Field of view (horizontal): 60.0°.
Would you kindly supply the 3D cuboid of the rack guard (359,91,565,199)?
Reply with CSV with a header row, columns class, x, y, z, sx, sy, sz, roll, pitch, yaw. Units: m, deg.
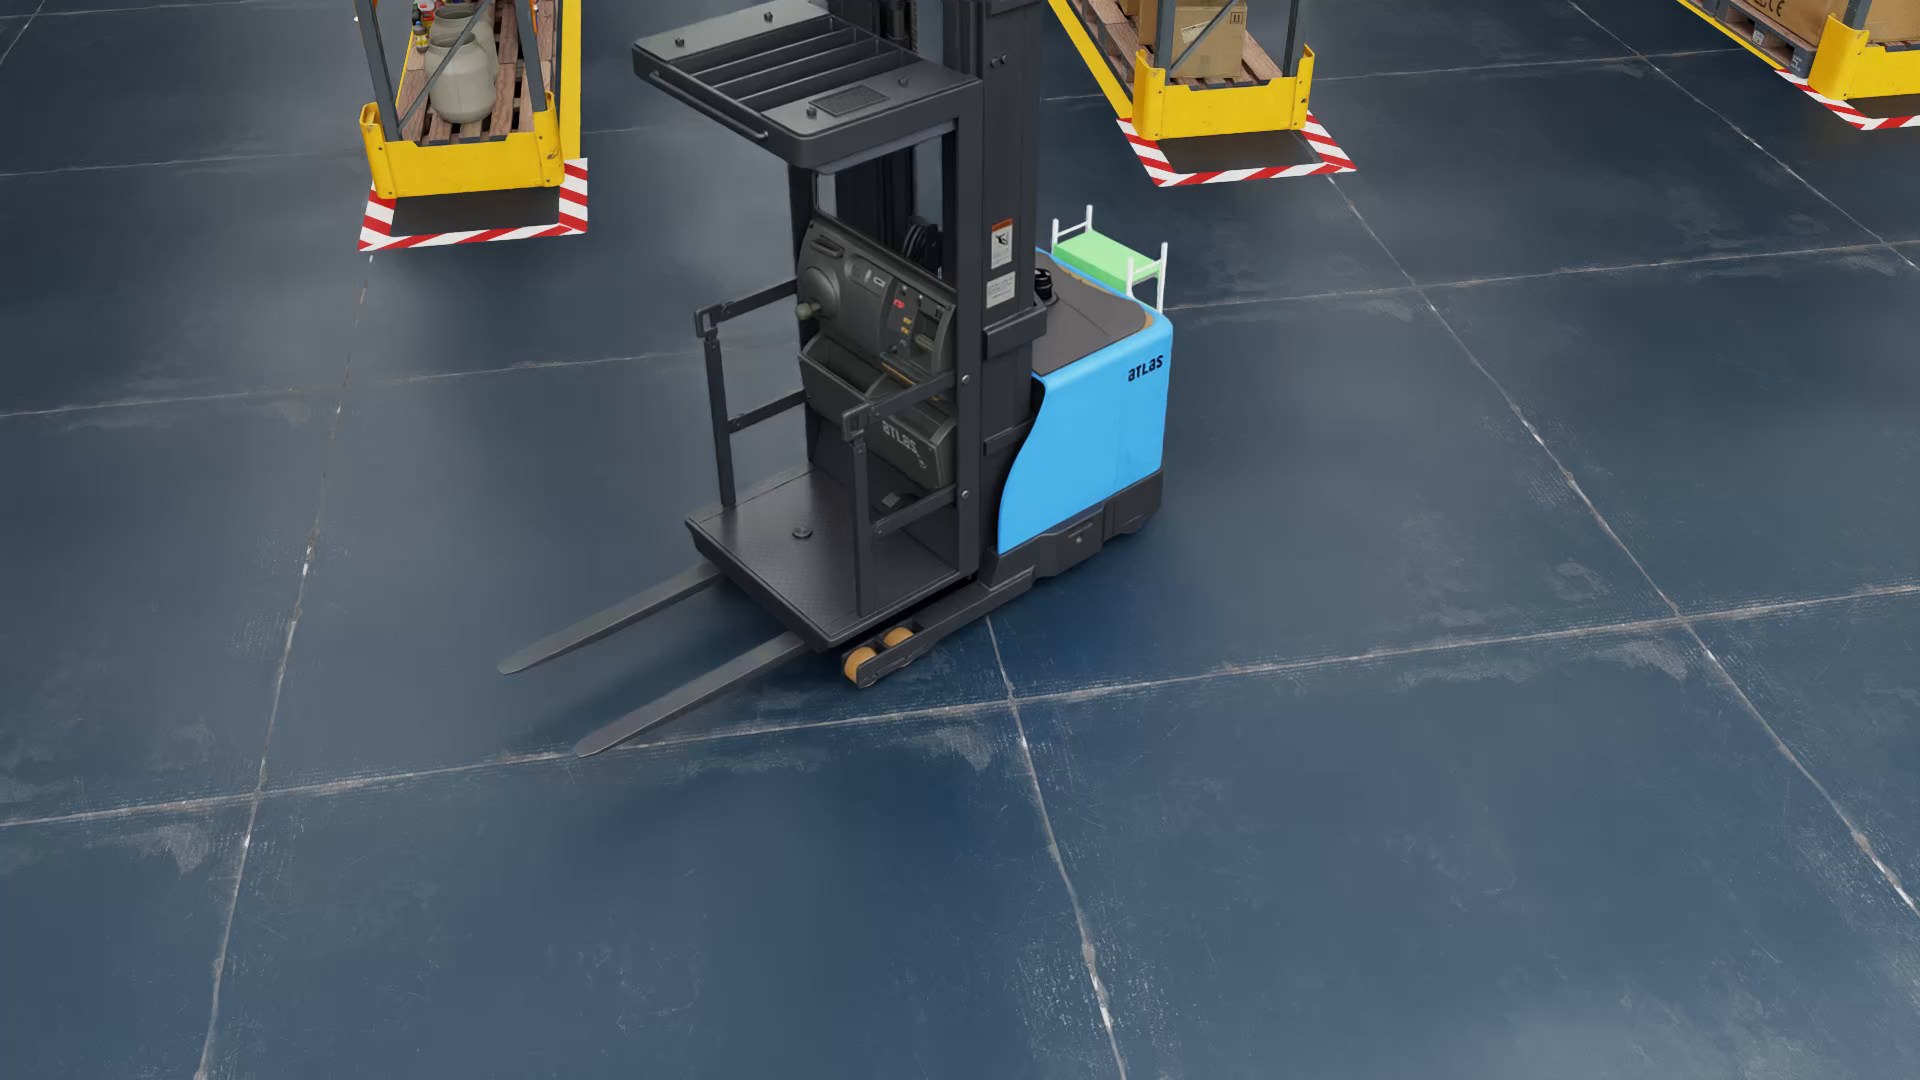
class,x,y,z,sx,sy,sz,roll,pitch,yaw
rack guard,-3.149,-2.515,10.580,1.175,0.500,0.348,-6,38,-8

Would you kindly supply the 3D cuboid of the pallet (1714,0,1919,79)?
class,x,y,z,sx,sy,sz,roll,pitch,yaw
pallet,6.471,-3.840,12.521,1.003,0.211,1.213,-6,38,-8

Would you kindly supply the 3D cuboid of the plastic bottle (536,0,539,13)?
class,x,y,z,sx,sy,sz,roll,pitch,yaw
plastic bottle,-3.213,-4.076,12.417,0.097,0.271,0.097,0,38,0

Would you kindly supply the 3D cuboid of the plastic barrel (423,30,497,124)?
class,x,y,z,sx,sy,sz,roll,pitch,yaw
plastic barrel,-3.280,-3.034,10.896,0.421,0.512,0.421,0,38,0

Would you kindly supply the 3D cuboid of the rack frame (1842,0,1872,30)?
class,x,y,z,sx,sy,sz,roll,pitch,yaw
rack frame,6.688,-4.467,11.055,1.000,3.000,0.127,-6,38,-8

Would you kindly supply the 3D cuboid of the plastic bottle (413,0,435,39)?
class,x,y,z,sx,sy,sz,roll,pitch,yaw
plastic bottle,-3.860,-3.777,12.028,0.152,0.276,0.135,-6,38,-8

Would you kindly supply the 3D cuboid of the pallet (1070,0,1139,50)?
class,x,y,z,sx,sy,sz,roll,pitch,yaw
pallet,1.456,-4.169,12.944,1.003,0.211,1.213,-6,38,-8

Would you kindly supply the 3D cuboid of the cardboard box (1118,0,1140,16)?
class,x,y,z,sx,sy,sz,roll,pitch,yaw
cardboard box,1.465,-4.290,12.522,0.500,0.500,0.500,-3,38,-4

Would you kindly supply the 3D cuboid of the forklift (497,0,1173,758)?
class,x,y,z,sx,sy,sz,roll,pitch,yaw
forklift,-0.505,-0.909,6.531,3.031,2.935,1.130,-27,45,-31

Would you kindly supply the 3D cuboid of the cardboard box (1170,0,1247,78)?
class,x,y,z,sx,sy,sz,roll,pitch,yaw
cardboard box,1.694,-3.552,11.572,0.500,0.500,0.500,0,38,1

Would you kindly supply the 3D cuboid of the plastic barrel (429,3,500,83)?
class,x,y,z,sx,sy,sz,roll,pitch,yaw
plastic barrel,-3.368,-3.337,11.286,0.421,0.512,0.421,0,38,0

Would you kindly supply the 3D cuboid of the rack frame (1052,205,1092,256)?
class,x,y,z,sx,sy,sz,roll,pitch,yaw
rack frame,0.526,-1.052,8.126,0.240,1.200,0.015,-28,46,-31

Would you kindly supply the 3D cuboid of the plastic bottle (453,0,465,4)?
class,x,y,z,sx,sy,sz,roll,pitch,yaw
plastic bottle,-3.808,-4.104,12.449,0.152,0.276,0.135,-6,38,-8

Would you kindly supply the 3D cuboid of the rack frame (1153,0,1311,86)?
class,x,y,z,sx,sy,sz,roll,pitch,yaw
rack frame,1.787,-3.994,10.446,1.000,3.000,0.127,-6,38,-8

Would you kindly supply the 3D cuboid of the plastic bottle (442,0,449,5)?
class,x,y,z,sx,sy,sz,roll,pitch,yaw
plastic bottle,-3.765,-3.856,12.191,0.097,0.201,0.097,0,38,0

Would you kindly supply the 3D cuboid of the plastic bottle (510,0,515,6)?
class,x,y,z,sx,sy,sz,roll,pitch,yaw
plastic bottle,-3.384,-4.199,12.566,0.061,0.283,0.133,-6,38,-8

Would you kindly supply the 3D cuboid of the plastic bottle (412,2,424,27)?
class,x,y,z,sx,sy,sz,roll,pitch,yaw
plastic bottle,-3.881,-3.693,11.915,0.061,0.283,0.133,-5,38,-7

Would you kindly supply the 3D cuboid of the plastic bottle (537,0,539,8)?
class,x,y,z,sx,sy,sz,roll,pitch,yaw
plastic bottle,-3.231,-4.110,12.518,0.097,0.201,0.097,0,38,0

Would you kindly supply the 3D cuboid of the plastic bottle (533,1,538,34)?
class,x,y,z,sx,sy,sz,roll,pitch,yaw
plastic bottle,-3.122,-3.830,12.090,0.061,0.283,0.133,-6,38,-7

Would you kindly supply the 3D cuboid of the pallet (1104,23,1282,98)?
class,x,y,z,sx,sy,sz,roll,pitch,yaw
pallet,1.666,-3.434,11.998,1.003,0.211,1.213,-6,38,-8

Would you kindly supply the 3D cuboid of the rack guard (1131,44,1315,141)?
class,x,y,z,sx,sy,sz,roll,pitch,yaw
rack guard,1.774,-3.053,11.272,1.175,0.500,0.348,-6,38,-8

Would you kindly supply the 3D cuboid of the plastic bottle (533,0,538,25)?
class,x,y,z,sx,sy,sz,roll,pitch,yaw
plastic bottle,-3.160,-3.894,12.182,0.097,0.271,0.097,0,38,0

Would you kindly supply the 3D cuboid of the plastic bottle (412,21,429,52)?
class,x,y,z,sx,sy,sz,roll,pitch,yaw
plastic bottle,-3.843,-3.592,11.851,0.097,0.201,0.097,0,38,0

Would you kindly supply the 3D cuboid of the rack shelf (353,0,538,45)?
class,x,y,z,sx,sy,sz,roll,pitch,yaw
rack shelf,-3.440,-4.386,11.536,1.077,0.370,4.000,-6,38,-8

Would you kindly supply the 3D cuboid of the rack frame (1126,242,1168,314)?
class,x,y,z,sx,sy,sz,roll,pitch,yaw
rack frame,0.844,-0.825,7.834,0.240,1.200,0.015,-28,46,-31

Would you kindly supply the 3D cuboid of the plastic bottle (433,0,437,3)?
class,x,y,z,sx,sy,sz,roll,pitch,yaw
plastic bottle,-3.884,-3.861,12.136,0.152,0.276,0.135,-7,38,-9

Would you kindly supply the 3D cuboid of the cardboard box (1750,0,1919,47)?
class,x,y,z,sx,sy,sz,roll,pitch,yaw
cardboard box,6.504,-4.196,12.096,0.875,0.875,0.875,-6,38,-8

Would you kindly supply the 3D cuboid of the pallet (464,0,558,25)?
class,x,y,z,sx,sy,sz,roll,pitch,yaw
pallet,-3.714,-4.366,13.198,1.003,0.211,1.213,-6,38,-8

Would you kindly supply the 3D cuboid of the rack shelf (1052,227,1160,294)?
class,x,y,z,sx,sy,sz,roll,pitch,yaw
rack shelf,0.685,-1.267,7.725,0.258,0.148,0.480,-28,46,-31

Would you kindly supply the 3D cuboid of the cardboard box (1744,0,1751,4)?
class,x,y,z,sx,sy,sz,roll,pitch,yaw
cardboard box,6.348,-4.727,12.779,0.875,0.875,0.875,-7,38,-9

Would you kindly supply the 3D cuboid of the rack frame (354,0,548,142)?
class,x,y,z,sx,sy,sz,roll,pitch,yaw
rack frame,-3.089,-3.462,9.761,1.000,3.000,0.127,-6,38,-8

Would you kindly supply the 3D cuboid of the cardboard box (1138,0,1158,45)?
class,x,y,z,sx,sy,sz,roll,pitch,yaw
cardboard box,1.556,-3.909,12.032,0.500,0.500,0.500,3,38,4

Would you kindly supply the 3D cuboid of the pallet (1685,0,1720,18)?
class,x,y,z,sx,sy,sz,roll,pitch,yaw
pallet,6.260,-4.575,13.467,1.003,0.211,1.213,-6,38,-8

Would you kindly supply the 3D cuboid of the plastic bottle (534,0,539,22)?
class,x,y,z,sx,sy,sz,roll,pitch,yaw
plastic bottle,-3.178,-3.954,12.260,0.097,0.271,0.097,0,38,0

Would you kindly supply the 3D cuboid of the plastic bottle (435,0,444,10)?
class,x,y,z,sx,sy,sz,roll,pitch,yaw
plastic bottle,-3.755,-3.792,12.041,0.061,0.283,0.133,-6,38,-8

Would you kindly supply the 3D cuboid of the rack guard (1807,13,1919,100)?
class,x,y,z,sx,sy,sz,roll,pitch,yaw
rack guard,6.692,-3.465,11.803,1.175,0.500,0.348,-6,38,-8

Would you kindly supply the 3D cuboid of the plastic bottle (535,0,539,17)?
class,x,y,z,sx,sy,sz,roll,pitch,yaw
plastic bottle,-3.195,-3.986,12.358,0.097,0.201,0.097,0,38,0

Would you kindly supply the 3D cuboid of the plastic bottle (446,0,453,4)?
class,x,y,z,sx,sy,sz,roll,pitch,yaw
plastic bottle,-3.806,-3.970,12.338,0.097,0.201,0.097,0,38,0

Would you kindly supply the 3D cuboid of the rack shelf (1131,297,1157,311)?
class,x,y,z,sx,sy,sz,roll,pitch,yaw
rack shelf,0.685,-1.077,7.872,0.258,0.148,0.480,-28,46,-31

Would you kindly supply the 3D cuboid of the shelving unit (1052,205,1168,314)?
class,x,y,z,sx,sy,sz,roll,pitch,yaw
shelving unit,0.685,-0.938,7.980,0.258,1.200,0.503,-28,46,-31

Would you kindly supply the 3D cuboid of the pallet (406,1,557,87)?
class,x,y,z,sx,sy,sz,roll,pitch,yaw
pallet,-3.496,-3.628,12.248,1.003,0.211,1.213,-6,38,-8

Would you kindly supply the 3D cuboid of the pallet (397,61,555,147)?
class,x,y,z,sx,sy,sz,roll,pitch,yaw
pallet,-3.286,-2.893,11.301,1.003,0.211,1.213,-6,38,-8

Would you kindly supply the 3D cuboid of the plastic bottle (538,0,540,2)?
class,x,y,z,sx,sy,sz,roll,pitch,yaw
plastic bottle,-3.279,-4.208,12.583,0.152,0.276,0.135,-6,38,-7
